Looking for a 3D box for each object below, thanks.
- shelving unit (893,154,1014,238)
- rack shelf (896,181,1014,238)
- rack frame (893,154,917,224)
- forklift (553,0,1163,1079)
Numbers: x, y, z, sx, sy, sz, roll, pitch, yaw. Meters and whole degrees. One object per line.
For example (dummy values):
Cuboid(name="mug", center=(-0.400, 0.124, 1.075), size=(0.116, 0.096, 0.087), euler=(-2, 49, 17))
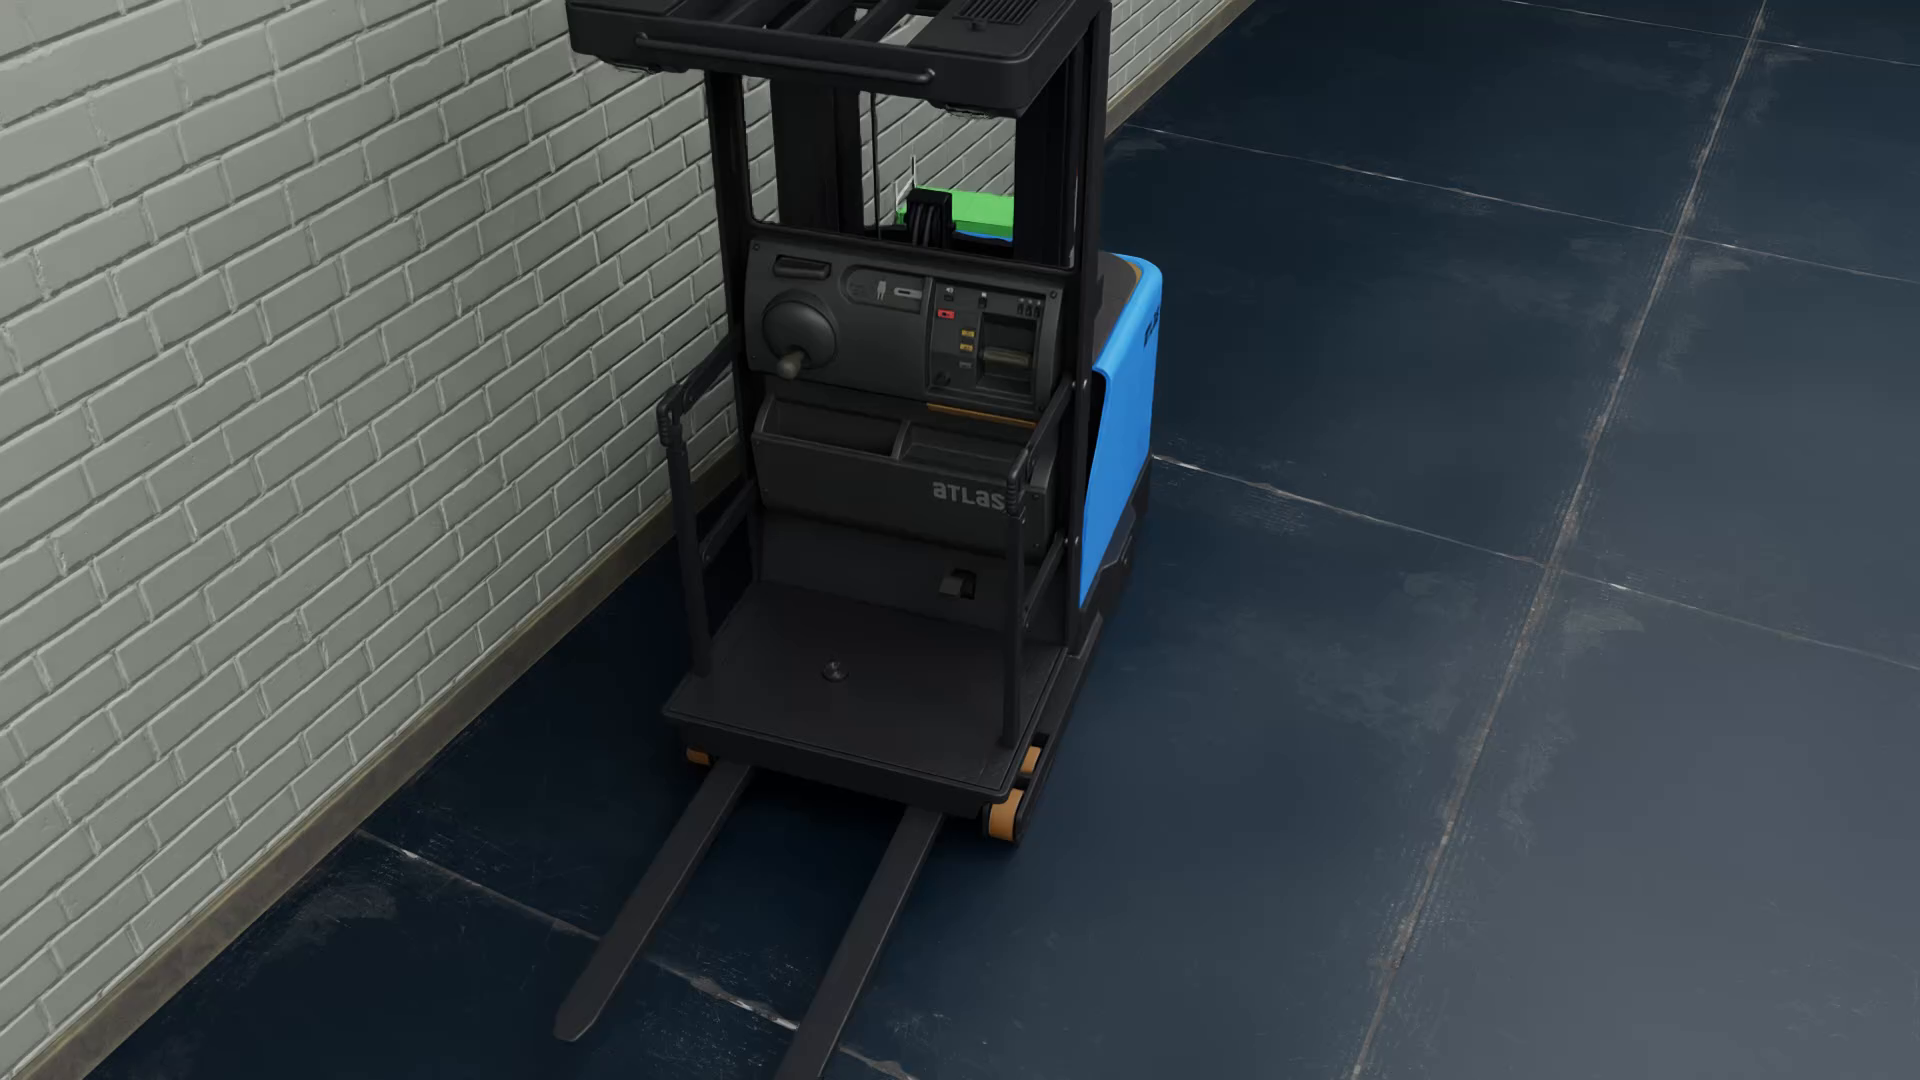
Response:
Cuboid(name="shelving unit", center=(0.034, -0.841, 6.365), size=(0.503, 1.200, 0.258), euler=(10, 38, 12))
Cuboid(name="rack shelf", center=(0.034, -1.172, 6.113), size=(0.480, 0.148, 0.258), euler=(10, 38, 12))
Cuboid(name="rack frame", center=(-0.201, -0.880, 6.417), size=(0.015, 1.200, 0.240), euler=(10, 38, 12))
Cuboid(name="forklift", center=(-0.237, -0.533, 4.528), size=(1.130, 2.935, 3.031), euler=(11, 39, 15))
